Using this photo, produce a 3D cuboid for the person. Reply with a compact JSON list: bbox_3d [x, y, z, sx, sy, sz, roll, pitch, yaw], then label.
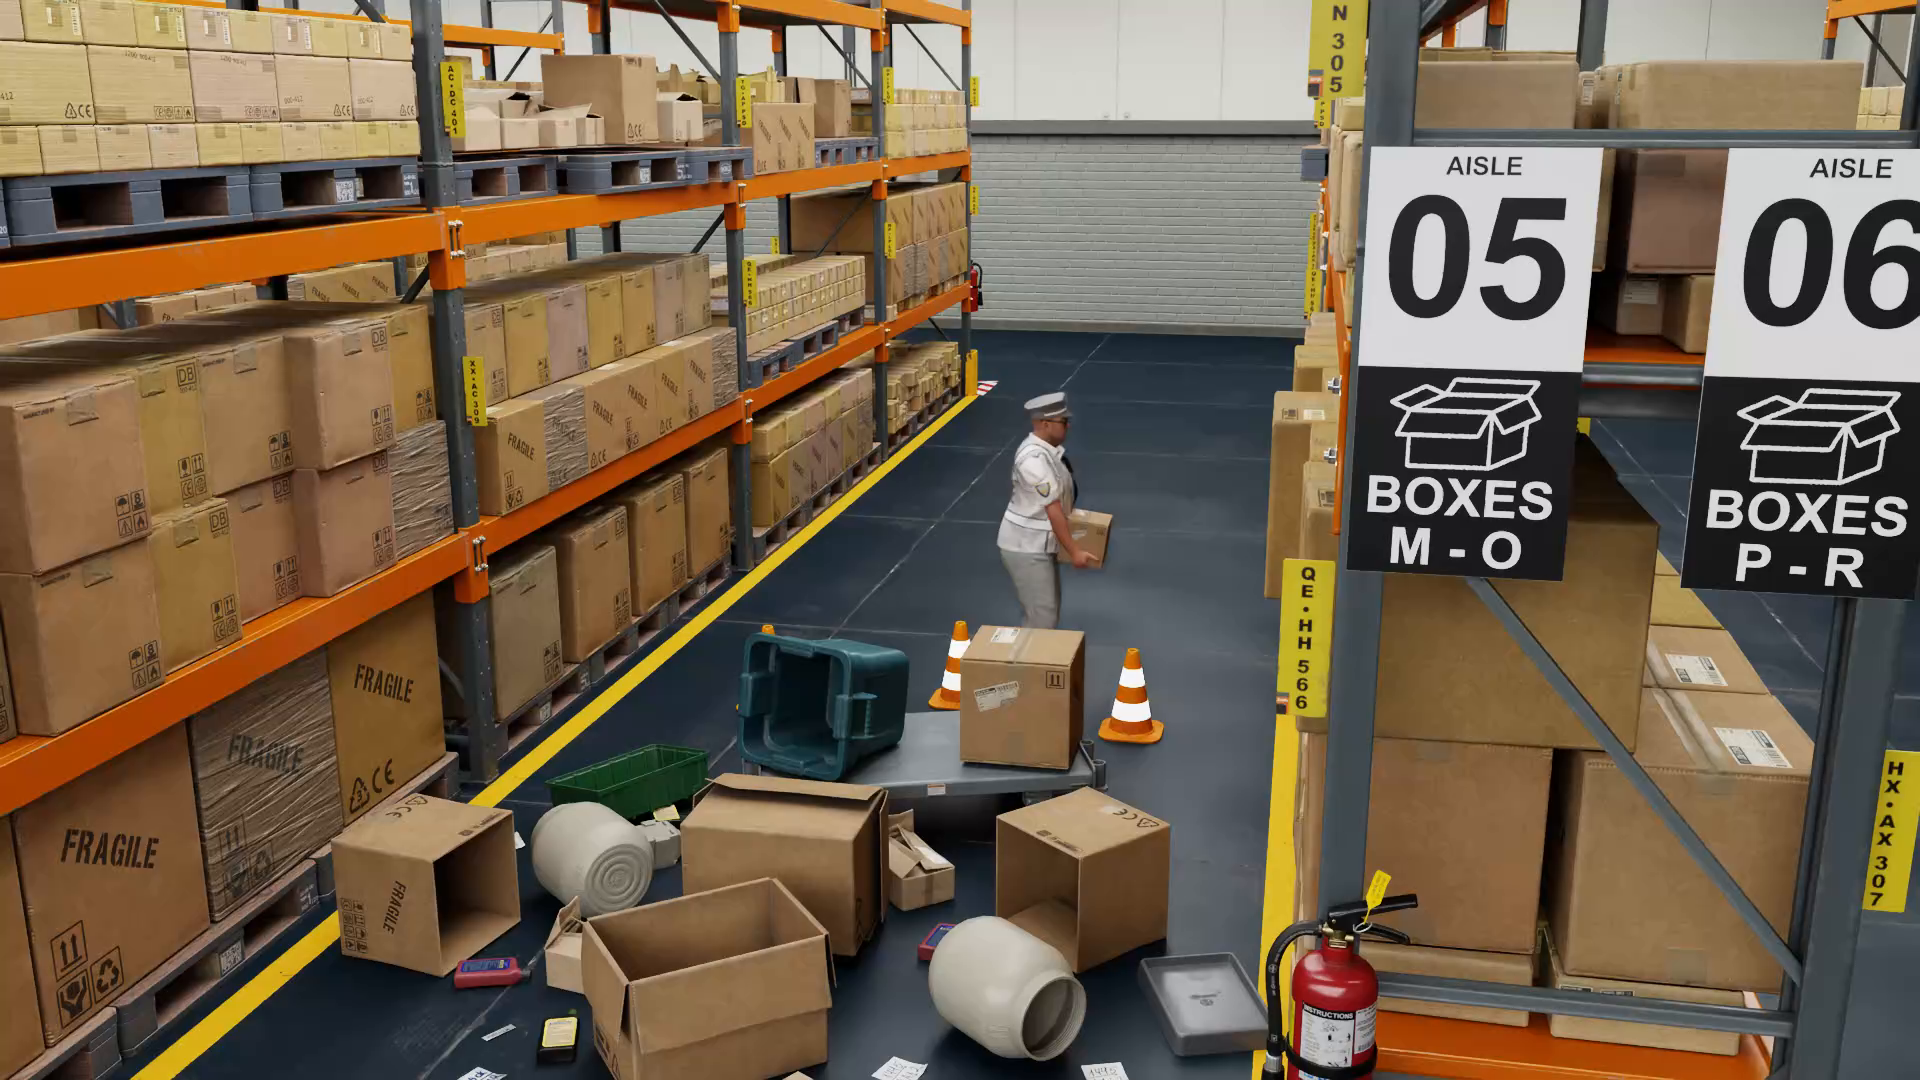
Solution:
[{"bbox_3d":[0.505,0.044,9.325,0.582,1.761,0.488,3,15,10],"label":"person"}]
